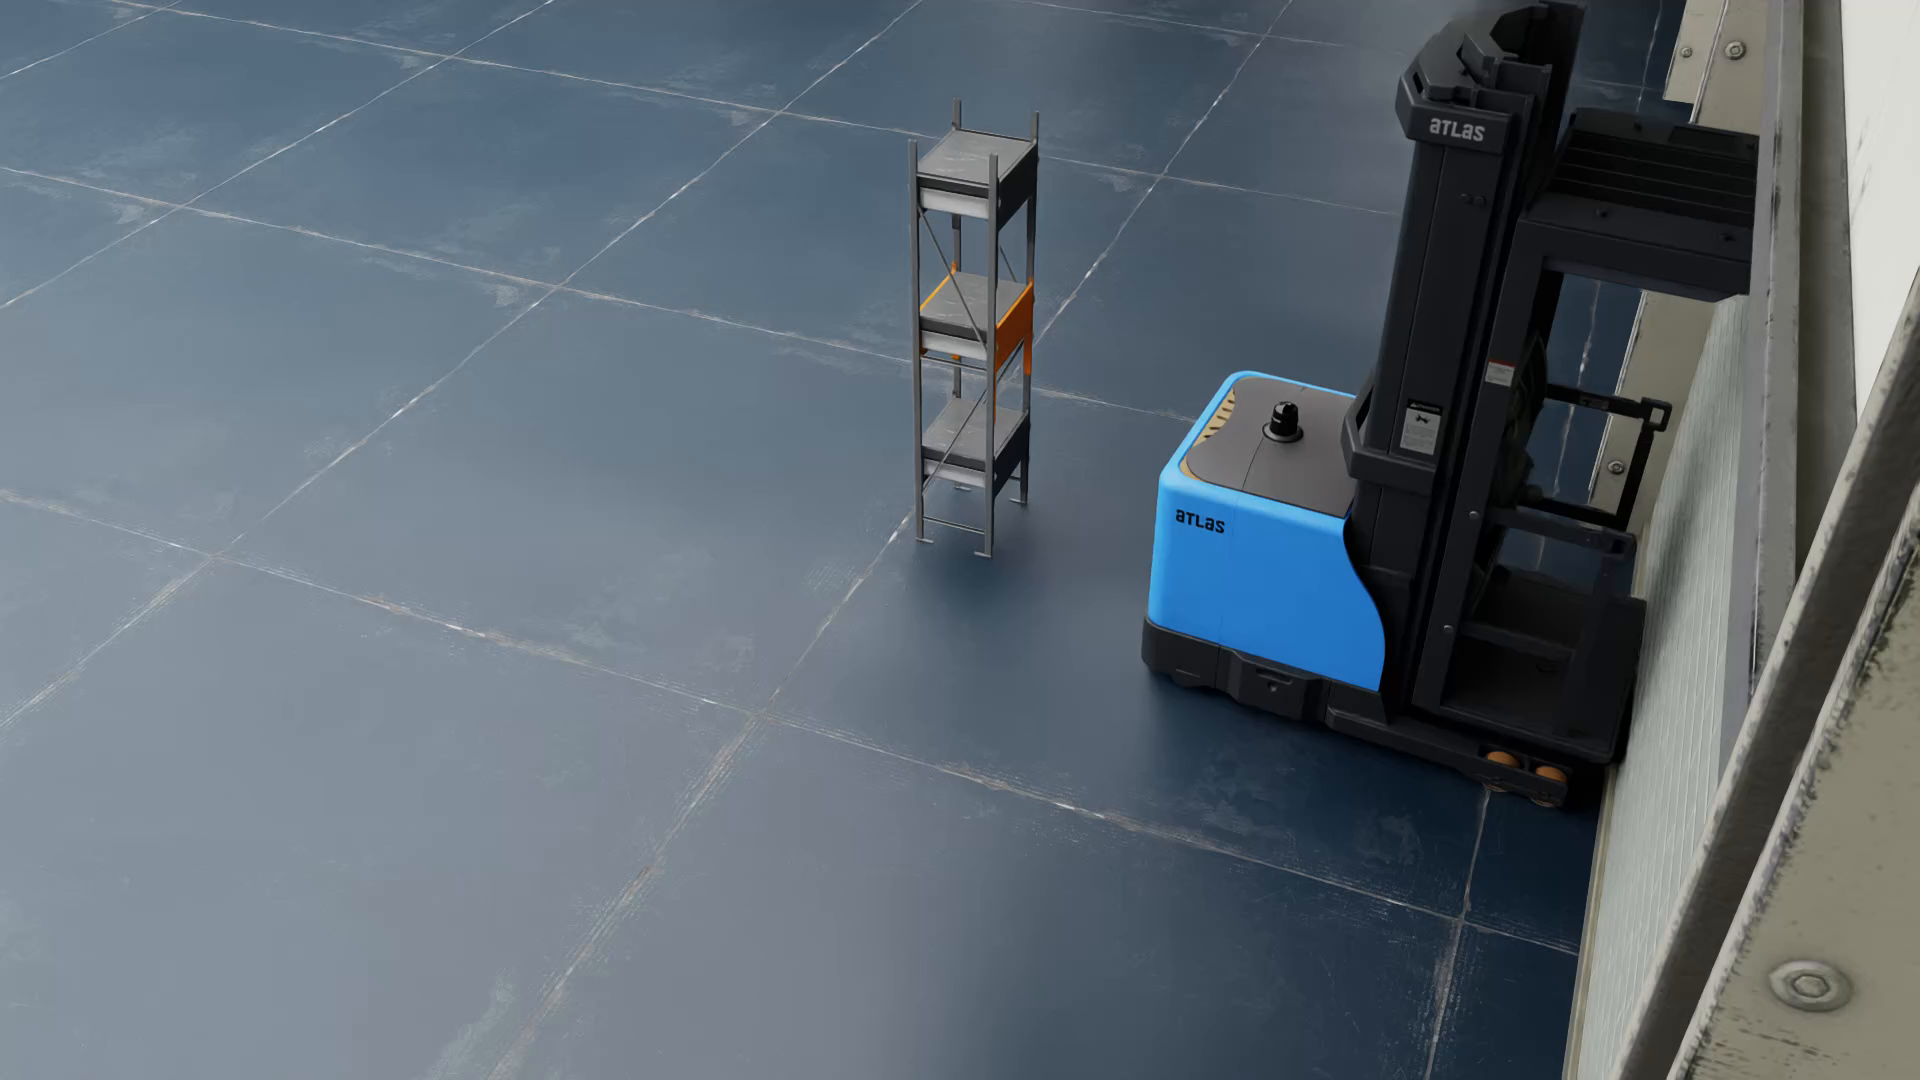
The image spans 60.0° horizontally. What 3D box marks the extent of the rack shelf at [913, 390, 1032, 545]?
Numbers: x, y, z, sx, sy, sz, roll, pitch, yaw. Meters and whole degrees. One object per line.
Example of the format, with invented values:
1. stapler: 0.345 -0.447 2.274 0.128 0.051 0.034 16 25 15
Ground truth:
1. rack shelf: 0.063 -0.361 8.171 0.431 0.518 0.480 14 39 18

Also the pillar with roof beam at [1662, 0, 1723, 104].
1. pillar with roof beam: 1.637 -8.049 11.502 9.100 9.000 0.400 14 39 18

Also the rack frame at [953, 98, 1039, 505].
1. rack frame: 0.156 -1.068 7.925 0.400 2.100 0.015 14 39 18

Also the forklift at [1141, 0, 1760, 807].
1. forklift: 2.364 -0.449 6.403 3.031 2.935 1.130 16 40 21

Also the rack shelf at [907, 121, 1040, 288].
1. rack shelf: 0.063 -1.482 7.333 0.431 0.518 0.480 14 39 18

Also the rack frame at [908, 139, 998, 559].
1. rack frame: -0.030 -0.798 7.563 0.400 2.100 0.015 14 39 18

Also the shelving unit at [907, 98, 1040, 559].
1. shelving unit: 0.063 -0.933 7.744 0.431 2.100 0.503 14 39 18

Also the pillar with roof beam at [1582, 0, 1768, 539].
1. pillar with roof beam: -0.646 -4.727 7.058 9.100 9.000 0.400 14 39 18

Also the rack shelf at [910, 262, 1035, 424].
1. rack shelf: 0.063 -0.922 7.752 0.431 0.518 0.480 14 39 18
